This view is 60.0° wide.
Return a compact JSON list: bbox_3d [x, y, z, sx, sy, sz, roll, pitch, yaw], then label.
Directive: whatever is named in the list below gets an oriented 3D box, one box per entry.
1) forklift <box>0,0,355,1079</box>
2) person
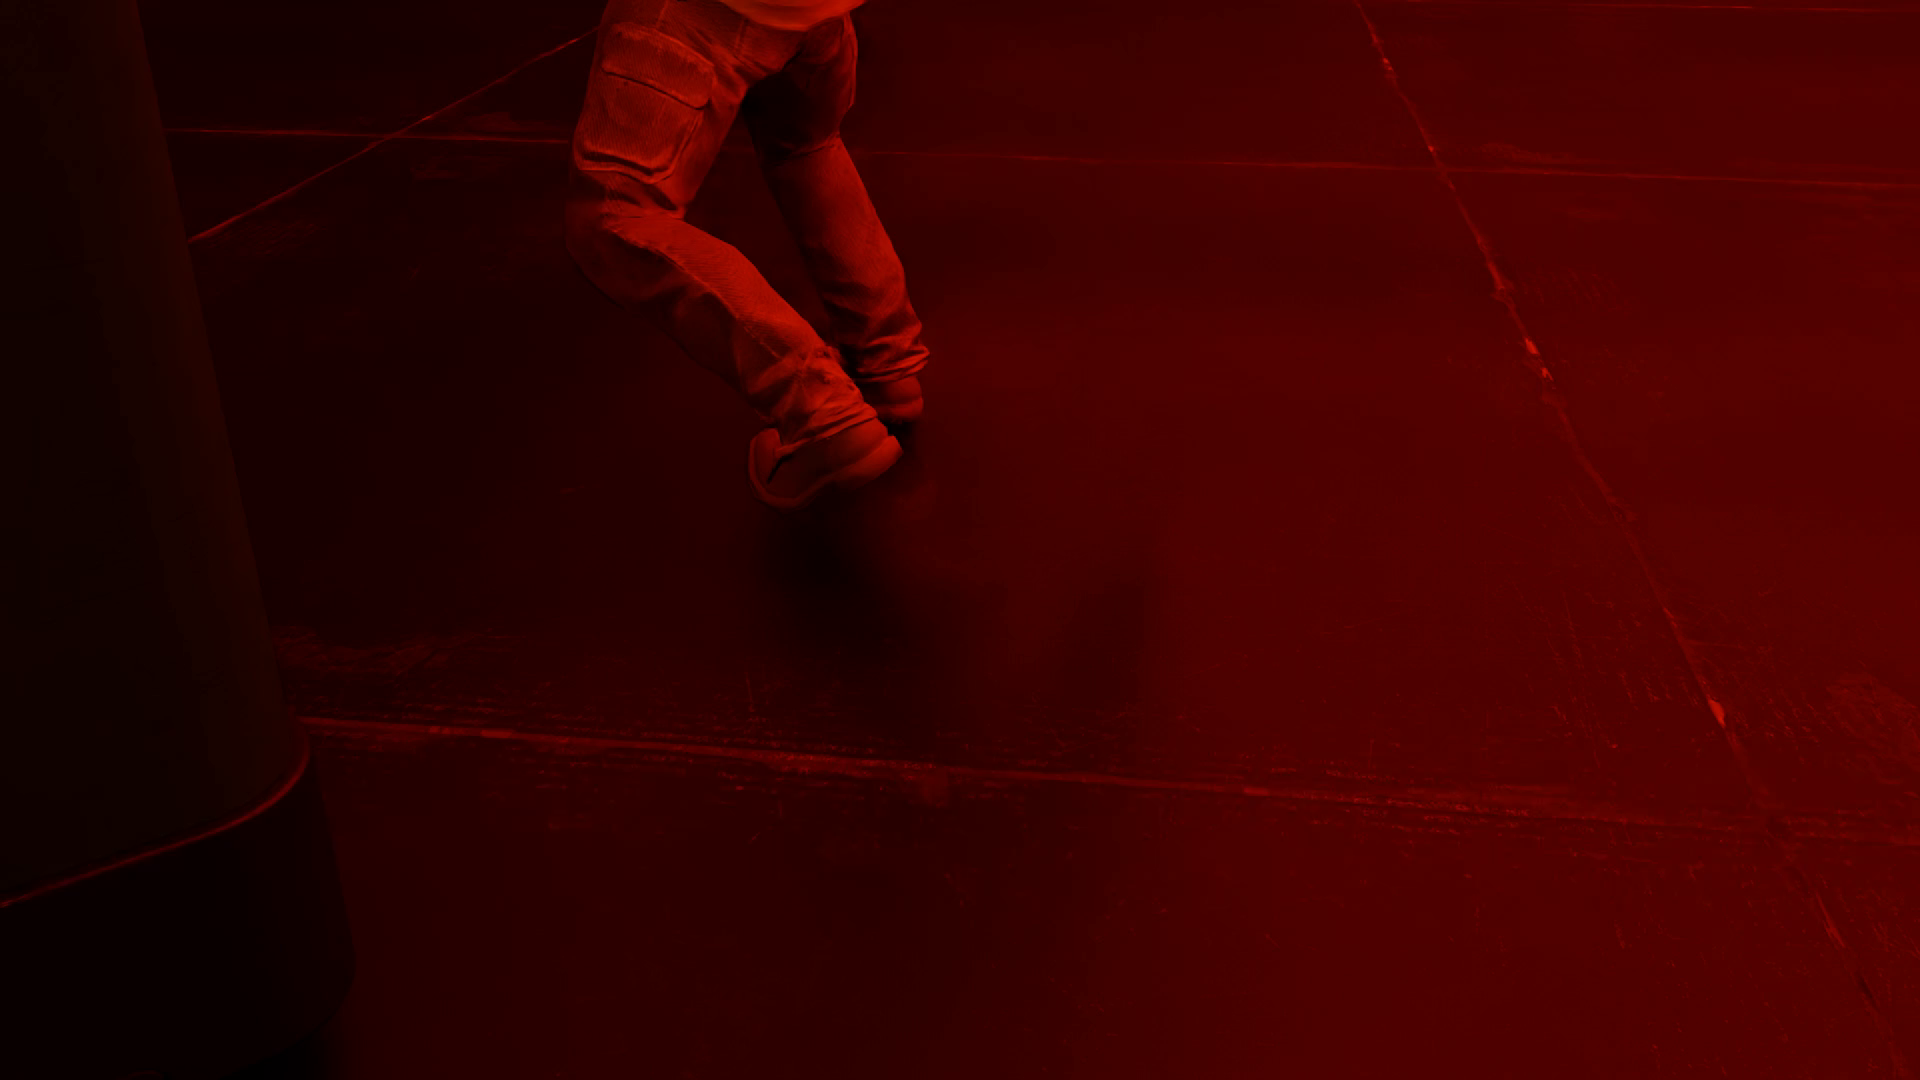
[{"bbox_3d":[-2.046,-0.616,0.450,3.031,2.935,1.130,-18,32,-32],"label":"forklift"},{"bbox_3d":[-0.188,-0.916,2.557,0.746,1.553,1.131,12,29,22],"label":"person"}]
